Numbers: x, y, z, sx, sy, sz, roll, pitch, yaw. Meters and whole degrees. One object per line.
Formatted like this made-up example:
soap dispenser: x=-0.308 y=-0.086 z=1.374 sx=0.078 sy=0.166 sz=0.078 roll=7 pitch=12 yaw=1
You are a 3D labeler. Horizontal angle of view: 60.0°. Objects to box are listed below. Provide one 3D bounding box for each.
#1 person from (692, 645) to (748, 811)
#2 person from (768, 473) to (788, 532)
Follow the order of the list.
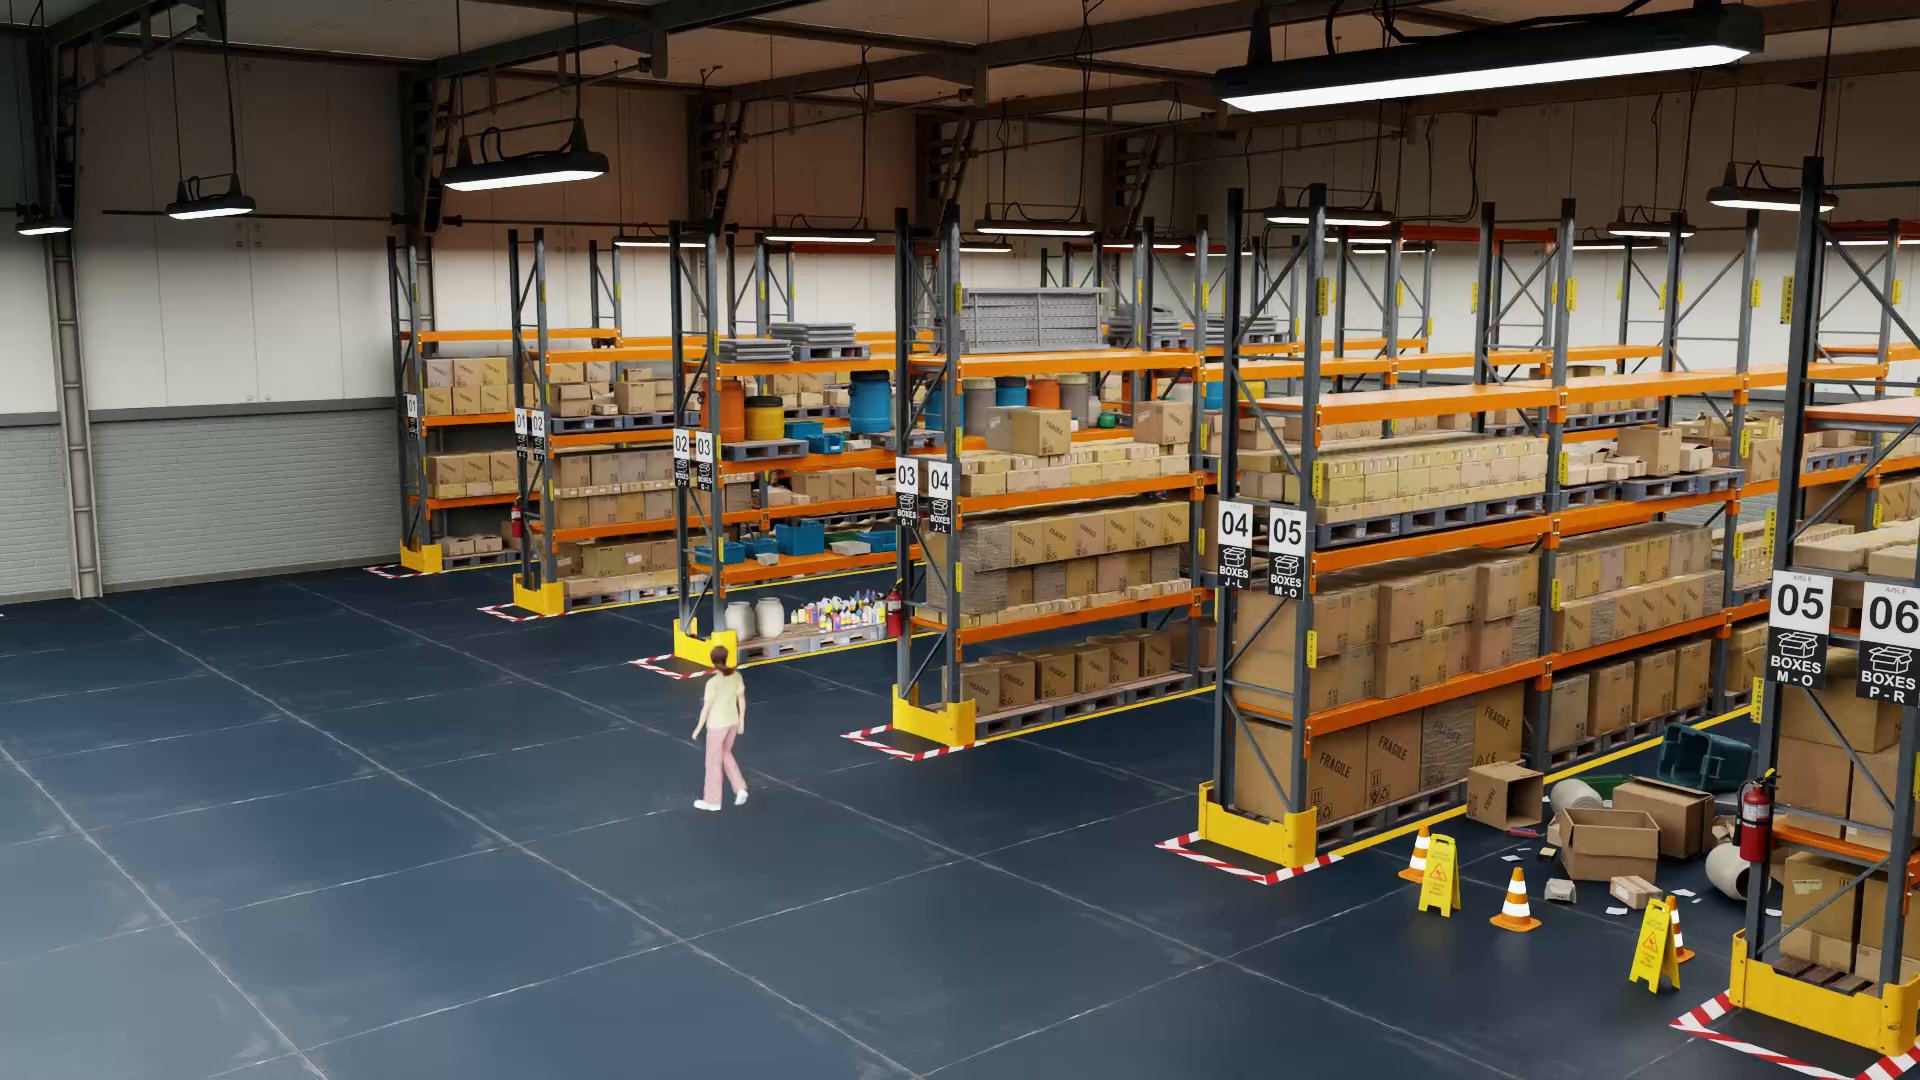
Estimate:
person: x=-2.382 y=1.840 z=16.356 sx=0.533 sy=1.673 sz=0.506 roll=5 pitch=10 yaw=29
person: x=-3.498 y=-0.456 z=31.365 sx=0.540 sy=1.636 sz=0.611 roll=1 pitch=9 yaw=9
